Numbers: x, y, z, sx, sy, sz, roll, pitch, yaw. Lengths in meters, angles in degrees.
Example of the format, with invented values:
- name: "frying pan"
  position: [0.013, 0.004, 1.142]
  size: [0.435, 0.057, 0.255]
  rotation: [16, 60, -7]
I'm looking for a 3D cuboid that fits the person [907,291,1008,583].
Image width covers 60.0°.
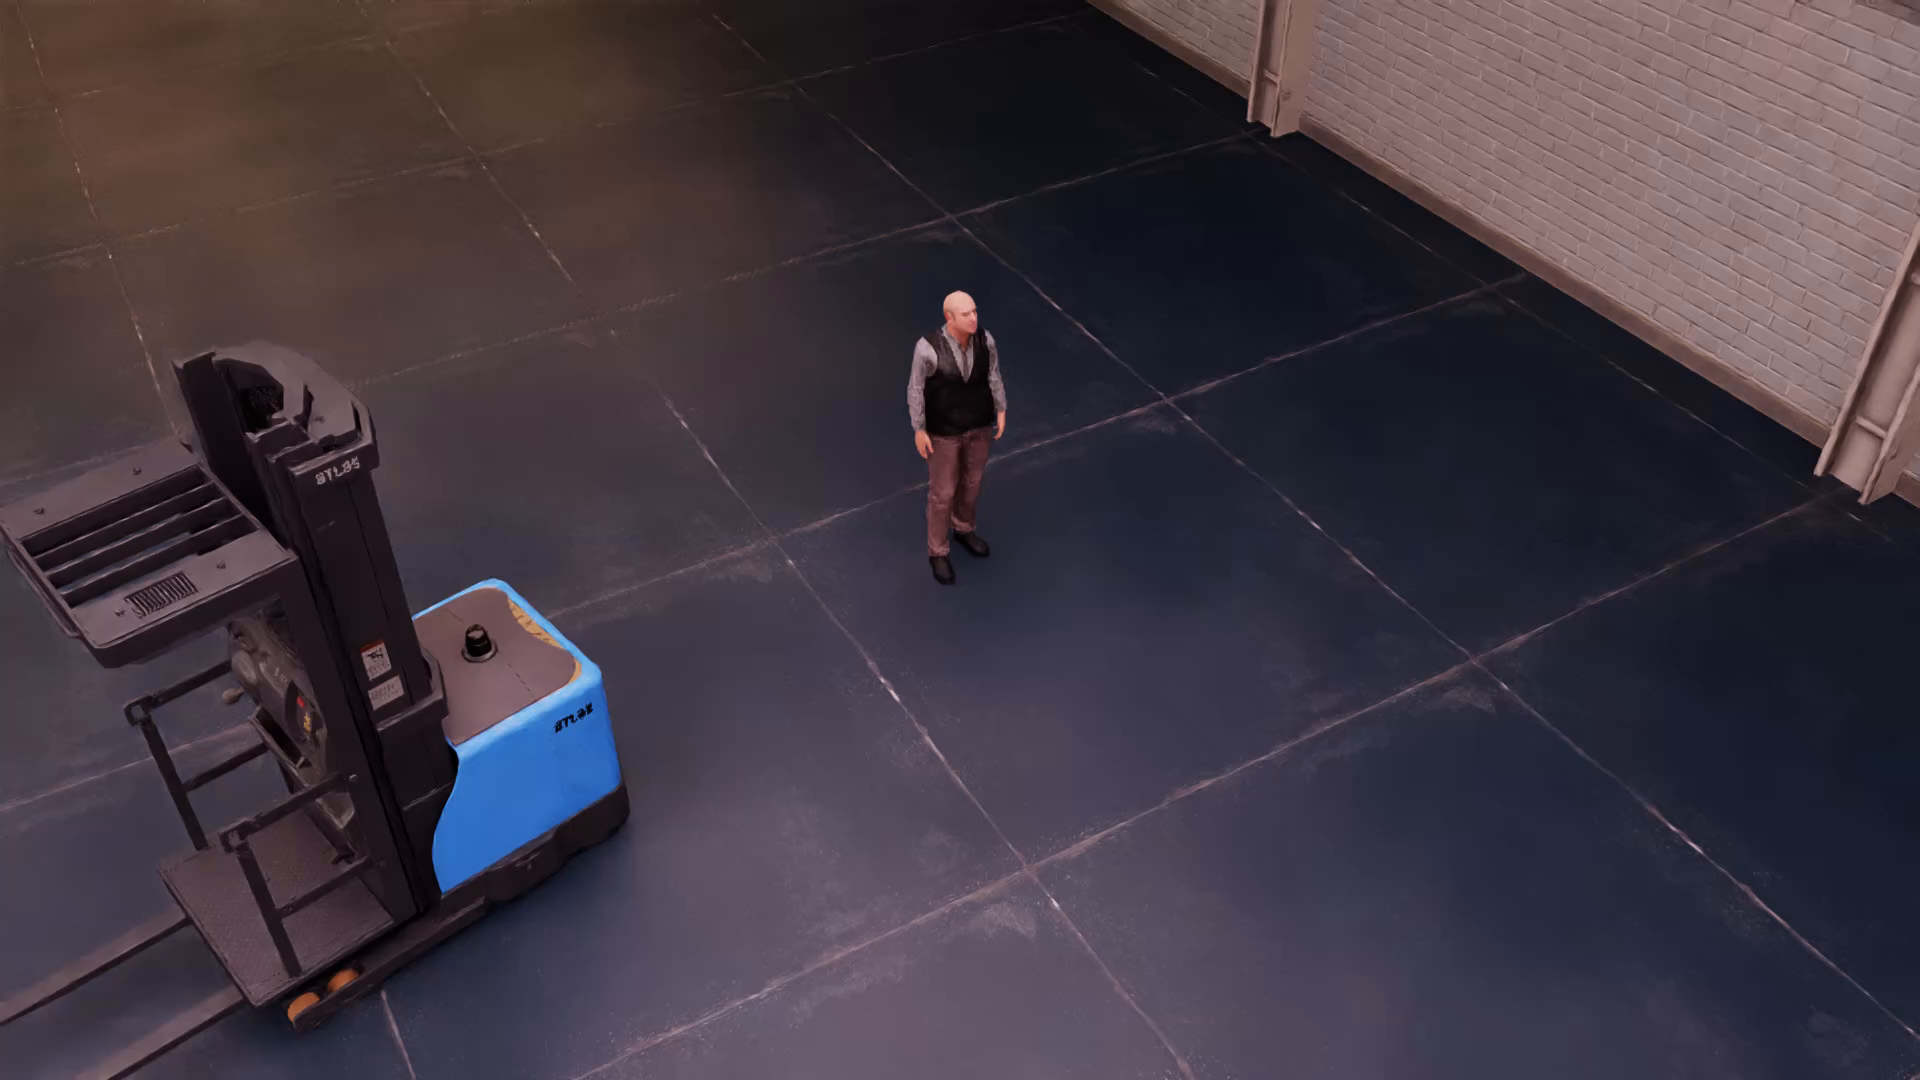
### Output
- name: "person"
  position: [0.024, -0.631, 9.733]
  size: [0.632, 1.720, 0.567]
  rotation: [-20, 44, -23]

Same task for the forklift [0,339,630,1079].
- name: "forklift"
  position: [-3.118, 0.735, 7.150]
  size: [3.031, 2.935, 1.130]
  rotation: [-31, 49, -32]
